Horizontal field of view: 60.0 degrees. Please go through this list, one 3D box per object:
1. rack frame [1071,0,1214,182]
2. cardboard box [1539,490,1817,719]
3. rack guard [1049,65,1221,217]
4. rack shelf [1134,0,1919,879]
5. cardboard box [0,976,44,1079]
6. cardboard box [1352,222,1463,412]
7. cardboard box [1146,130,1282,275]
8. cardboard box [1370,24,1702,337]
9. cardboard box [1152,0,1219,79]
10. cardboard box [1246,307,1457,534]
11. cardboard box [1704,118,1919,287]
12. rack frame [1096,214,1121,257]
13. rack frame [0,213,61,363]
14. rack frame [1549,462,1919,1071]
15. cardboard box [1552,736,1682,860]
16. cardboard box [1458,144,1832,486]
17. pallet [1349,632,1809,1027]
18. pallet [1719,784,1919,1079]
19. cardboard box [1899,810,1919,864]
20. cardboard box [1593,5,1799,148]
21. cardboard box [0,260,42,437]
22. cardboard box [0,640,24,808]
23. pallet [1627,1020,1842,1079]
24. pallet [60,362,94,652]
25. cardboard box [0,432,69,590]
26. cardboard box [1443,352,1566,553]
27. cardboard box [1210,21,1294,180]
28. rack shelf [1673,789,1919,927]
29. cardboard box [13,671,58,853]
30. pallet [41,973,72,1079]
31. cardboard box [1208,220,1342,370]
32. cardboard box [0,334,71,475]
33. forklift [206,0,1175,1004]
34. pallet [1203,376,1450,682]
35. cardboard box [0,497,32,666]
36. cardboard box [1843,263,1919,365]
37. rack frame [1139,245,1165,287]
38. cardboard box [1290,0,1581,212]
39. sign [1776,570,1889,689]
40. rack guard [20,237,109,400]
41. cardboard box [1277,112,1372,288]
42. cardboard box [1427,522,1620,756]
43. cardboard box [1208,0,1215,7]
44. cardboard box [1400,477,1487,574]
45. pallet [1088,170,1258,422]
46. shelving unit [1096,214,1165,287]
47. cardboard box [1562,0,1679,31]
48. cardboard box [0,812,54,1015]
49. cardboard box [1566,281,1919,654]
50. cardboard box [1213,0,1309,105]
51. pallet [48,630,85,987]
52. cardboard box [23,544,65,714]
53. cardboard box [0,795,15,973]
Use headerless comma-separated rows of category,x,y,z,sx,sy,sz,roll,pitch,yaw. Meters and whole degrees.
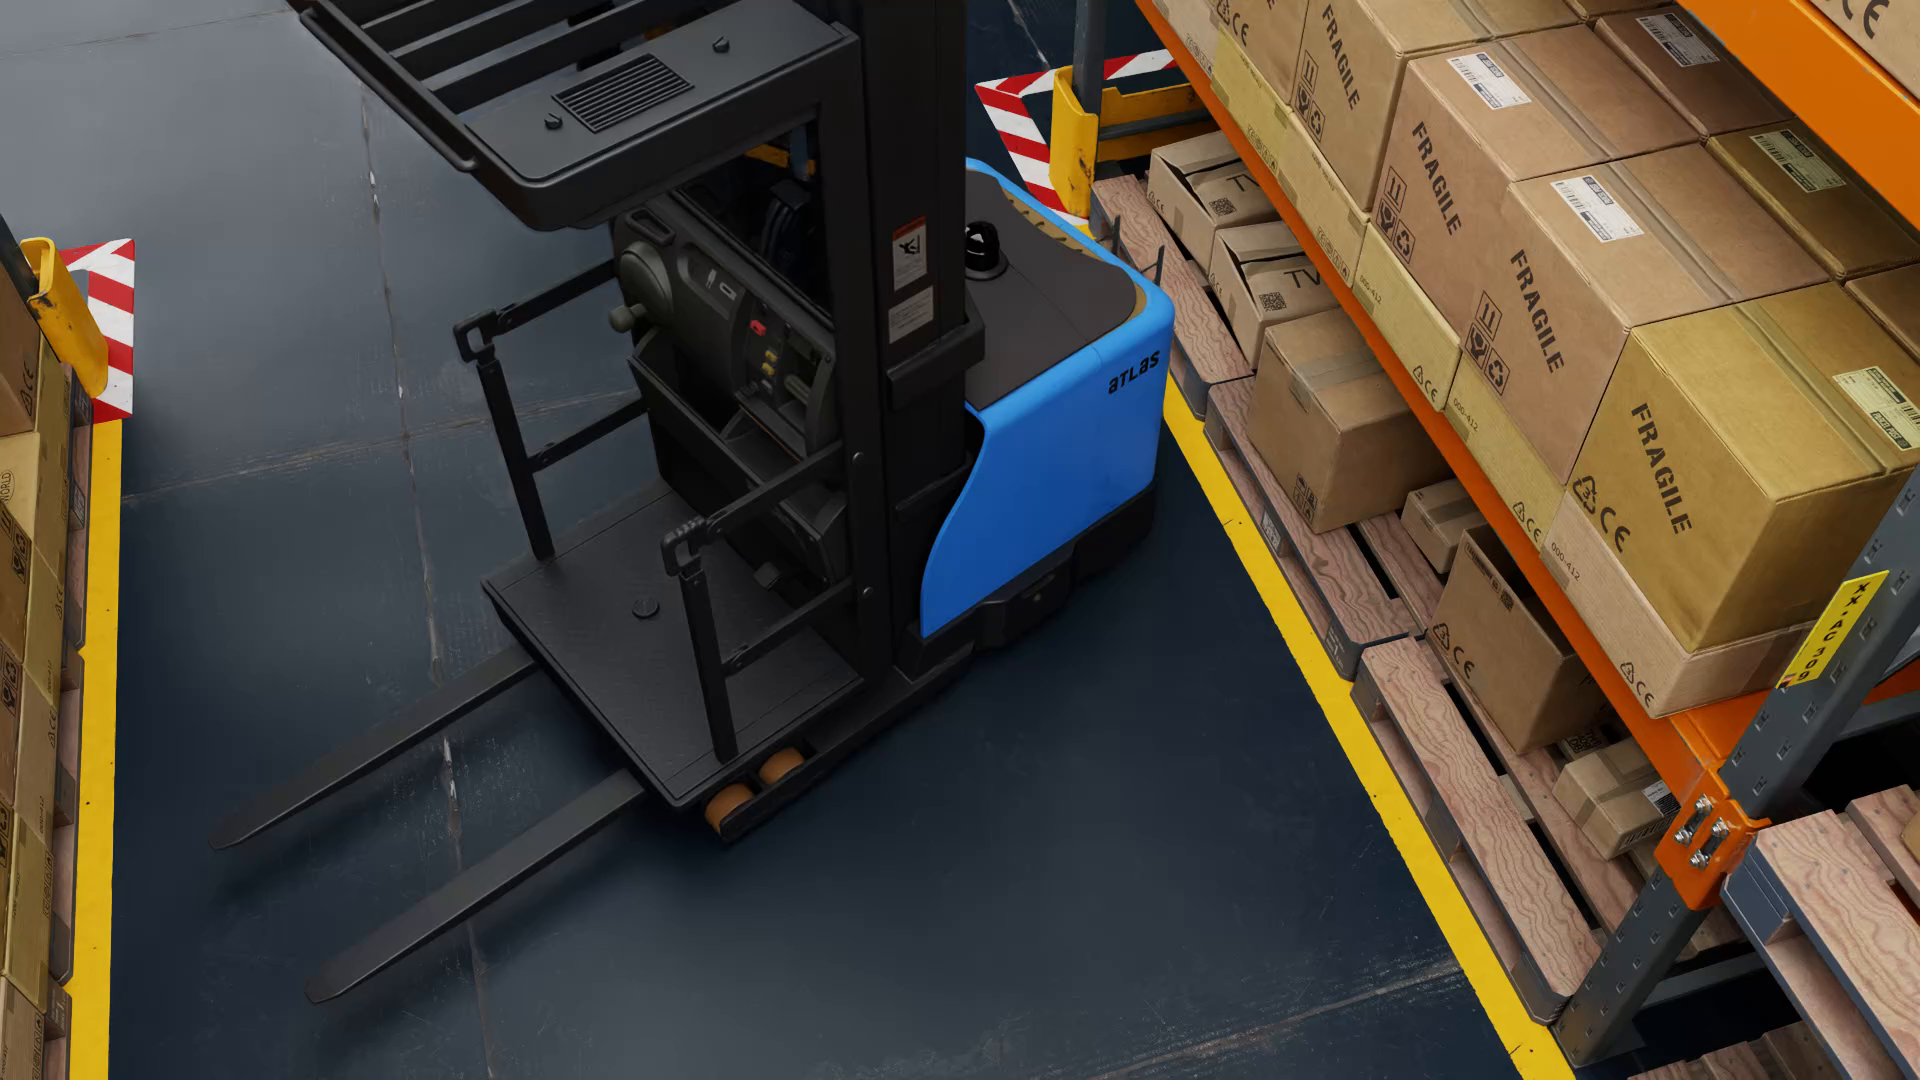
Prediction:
rack frame,0.947,-2.601,5.981,1.000,3.000,0.127,-13,51,-11
cardboard box,1.700,0.085,3.802,0.500,0.250,0.500,-13,51,-11
rack guard,0.970,-1.740,6.890,1.175,0.500,0.348,-13,51,-11
rack shelf,1.539,-0.908,5.024,1.077,0.370,4.000,-13,51,-11
cardboard box,-2.592,1.421,4.114,0.500,0.250,0.500,-13,51,-11
cardboard box,1.397,-0.645,4.417,0.500,0.250,0.500,-14,51,-11
cardboard box,1.066,-1.351,6.397,0.500,0.311,0.500,-19,52,-15
cardboard box,1.403,-0.888,4.131,0.500,0.500,0.500,-15,51,-12
cardboard box,0.955,-1.755,5.353,0.500,0.250,0.500,-15,51,-12
cardboard box,1.403,-0.448,5.513,0.700,0.500,0.500,-16,52,-13
cardboard box,2.041,-0.649,3.929,0.500,0.500,0.500,-14,51,-11
rack frame,0.436,-0.722,5.770,0.240,0.900,0.006,-33,57,-25
rack frame,-3.784,-1.478,5.034,1.000,3.000,0.127,-13,51,-11
rack frame,2.130,0.320,3.518,1.000,3.000,0.127,-13,51,-11
cardboard box,1.943,0.708,4.757,0.380,0.166,0.250,-19,53,-16
cardboard box,1.542,-0.518,3.819,0.500,0.500,0.500,-14,51,-11
pallet,1.898,0.737,4.991,1.003,0.211,1.213,-13,51,-11
pallet,2.217,0.973,3.093,1.003,0.211,1.213,-13,51,-11
cardboard box,2.248,0.526,2.992,0.700,0.500,0.500,-13,51,-11
cardboard box,1.899,-1.014,4.237,0.500,0.500,0.500,-12,51,-10
cardboard box,-3.341,-0.645,5.365,0.500,0.500,0.500,-13,51,-11
cardboard box,-2.885,0.448,4.444,0.500,0.500,0.500,-13,51,-11
pallet,2.362,1.788,4.105,1.003,0.211,1.213,-13,51,-11
pallet,-3.518,-0.030,5.638,1.003,0.211,1.213,-13,51,-11
cardboard box,-3.184,-0.040,5.346,0.500,0.250,0.500,-13,51,-11
cardboard box,1.561,-0.281,4.110,0.500,0.250,0.500,-13,51,-11
cardboard box,1.100,-1.381,5.038,0.500,0.250,0.500,-14,51,-12
rack shelf,2.721,2.013,2.562,1.077,0.370,4.000,-13,51,-11
cardboard box,-2.888,0.690,4.730,0.500,0.250,0.500,-13,51,-11
pallet,-2.796,1.752,4.135,1.003,0.211,1.213,-13,51,-11
cardboard box,1.234,-0.934,6.046,0.500,0.311,0.500,-10,51,-8
cardboard box,-3.343,-0.402,5.651,0.500,0.250,0.500,-13,51,-11
forklift,-0.787,-0.513,4.265,3.031,2.935,1.130,-33,57,-25
pallet,1.533,-0.156,5.743,1.003,0.211,1.213,-13,51,-11
cardboard box,-3.031,0.082,4.752,0.500,0.500,0.500,-13,51,-11
cardboard box,2.191,-0.270,3.610,0.500,0.500,0.500,-14,51,-12
rack frame,0.568,-0.604,5.670,0.240,0.900,0.006,-33,57,-25
cardboard box,1.249,-1.268,4.451,0.500,0.500,0.500,-12,51,-10
sign,1.614,0.170,3.079,0.100,0.325,0.005,-13,51,-11
rack guard,-3.791,-0.690,6.005,1.175,0.500,0.348,-13,51,-11
cardboard box,1.248,-1.012,4.726,0.500,0.250,0.500,-13,51,-11
cardboard box,1.785,0.235,4.937,0.500,0.500,0.500,-17,52,-14
cardboard box,0.938,-2.021,5.086,0.500,0.500,0.500,-13,51,-11
cardboard box,1.676,-0.075,5.428,0.380,0.149,0.250,-17,52,-14
pallet,1.176,-1.045,6.493,1.003,0.211,1.213,-13,51,-11
shelving unit,0.502,-0.663,5.720,0.258,0.900,0.210,-33,57,-25
cardboard box,1.735,-1.390,4.555,0.500,0.500,0.500,-13,51,-10
cardboard box,-2.734,1.054,4.423,0.500,0.250,0.500,-13,51,-11
cardboard box,1.695,-0.155,3.513,0.500,0.500,0.500,-13,51,-11
cardboard box,1.085,-1.642,4.767,0.500,0.500,0.500,-15,51,-12
pallet,-3.161,0.859,4.888,1.003,0.211,1.213,-13,51,-11
cardboard box,-3.034,0.325,5.038,0.500,0.250,0.500,-13,51,-11
cardboard box,-2.735,0.813,4.136,0.500,0.500,0.500,-13,51,-11
